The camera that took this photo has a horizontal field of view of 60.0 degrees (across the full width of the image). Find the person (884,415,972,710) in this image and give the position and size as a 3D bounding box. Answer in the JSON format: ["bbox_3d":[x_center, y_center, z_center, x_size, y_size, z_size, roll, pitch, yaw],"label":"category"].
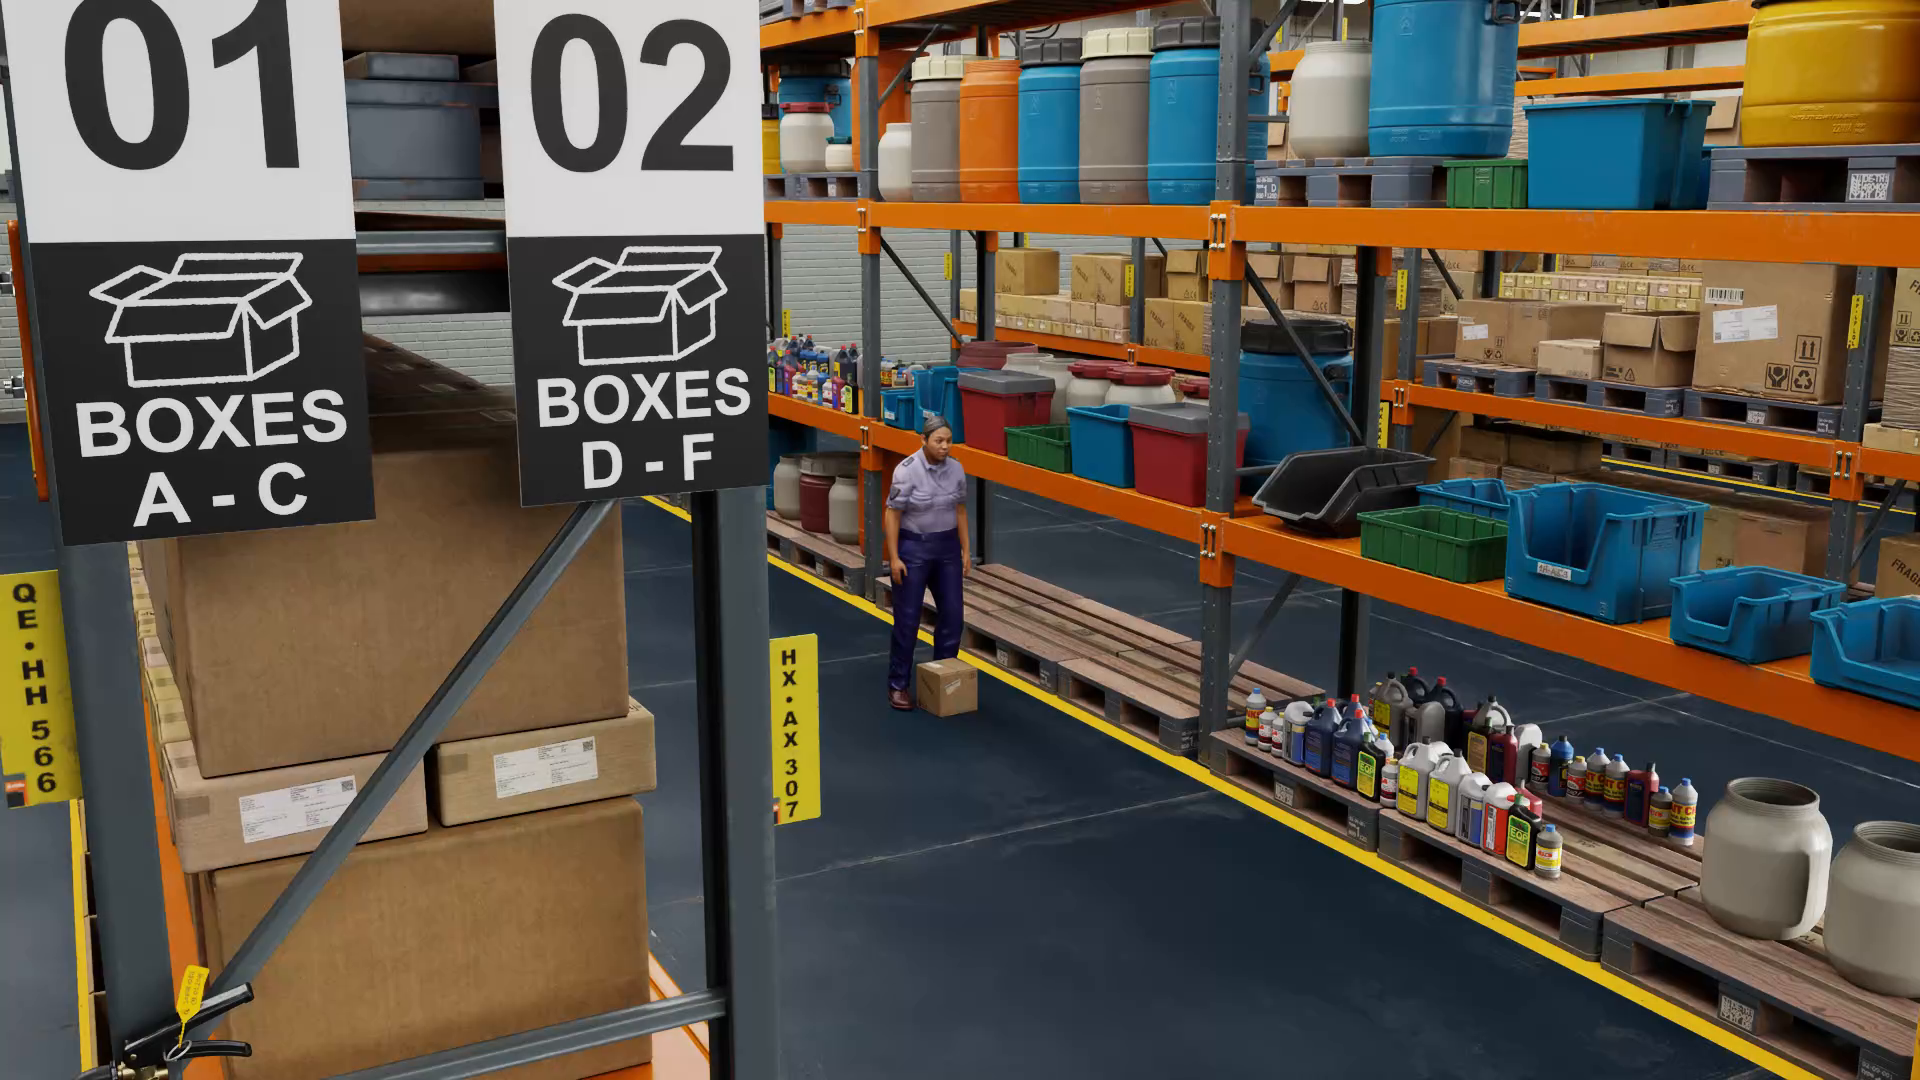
[{"bbox_3d":[-0.175,0.111,9.451,0.551,1.648,0.415,-7,13,-29],"label":"person"}]
